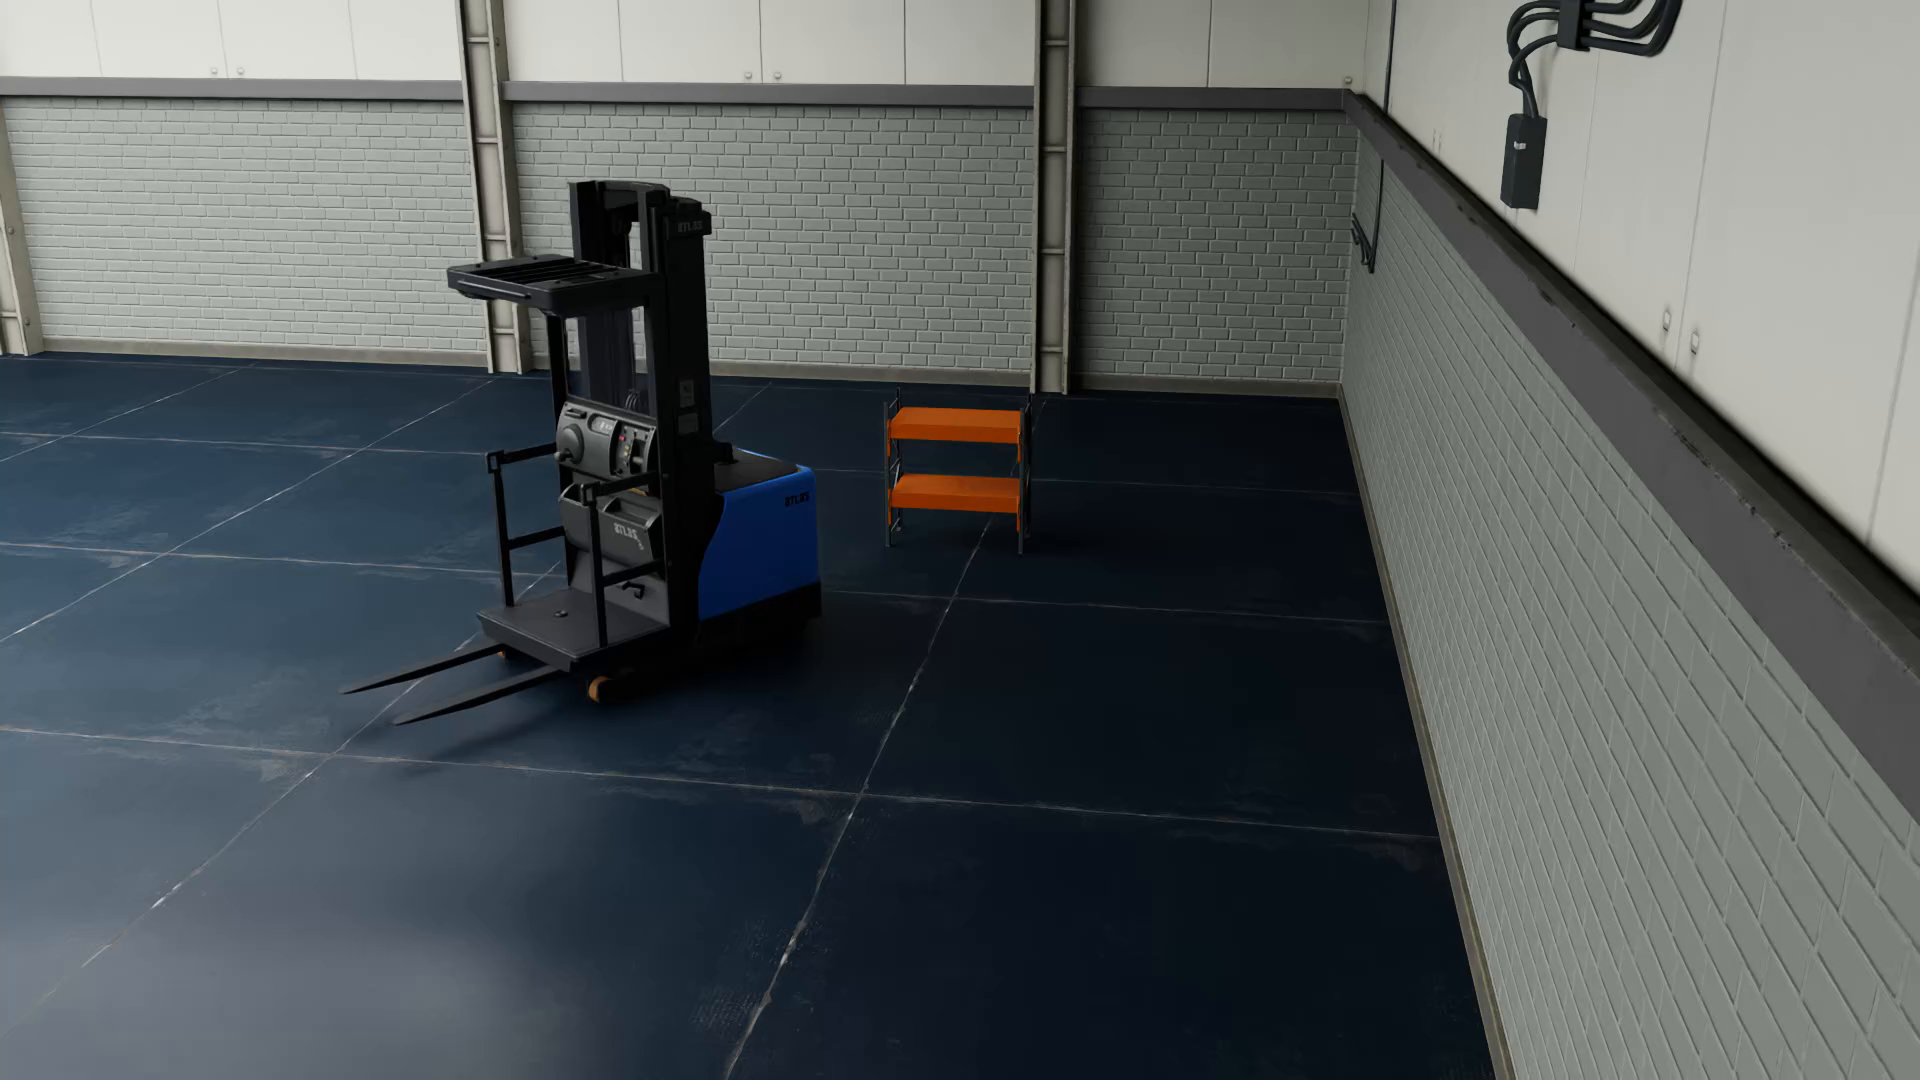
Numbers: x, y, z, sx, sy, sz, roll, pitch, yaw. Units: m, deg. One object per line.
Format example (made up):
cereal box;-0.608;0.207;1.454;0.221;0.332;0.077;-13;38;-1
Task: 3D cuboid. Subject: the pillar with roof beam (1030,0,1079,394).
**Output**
pillar with roof beam;0.269;-4.494;12.053;0.400;9.000;9.100;3;19;9

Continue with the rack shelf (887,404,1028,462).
rack shelf;-0.007;-0.811;12.533;1.000;0.278;0.538;3;19;9

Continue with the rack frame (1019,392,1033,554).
rack frame;0.495;-0.508;12.549;0.032;1.125;0.500;3;19;9

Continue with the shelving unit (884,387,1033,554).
shelving unit;-0.007;-0.534;12.626;1.048;1.125;0.538;3;19;9

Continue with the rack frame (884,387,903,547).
rack frame;-0.509;-0.559;12.702;0.032;1.125;0.500;3;19;9

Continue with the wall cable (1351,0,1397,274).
wall cable;3.651;-3.808;14.896;0.112;2.526;3.097;3;19;9

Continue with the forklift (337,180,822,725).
forklift;-2.294;-0.595;9.962;1.130;2.935;3.031;16;25;40

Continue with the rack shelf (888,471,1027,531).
rack shelf;-0.007;-0.302;12.703;1.000;0.278;0.538;3;19;9

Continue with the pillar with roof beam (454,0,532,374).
pillar with roof beam;-5.655;-4.796;12.956;0.400;9.000;9.100;3;19;9

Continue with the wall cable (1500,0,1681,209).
wall cable;2.129;-3.920;4.977;0.169;6.003;2.305;3;19;9

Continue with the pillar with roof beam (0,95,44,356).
pillar with roof beam;-11.579;-5.098;13.858;0.400;9.000;9.100;3;19;9
